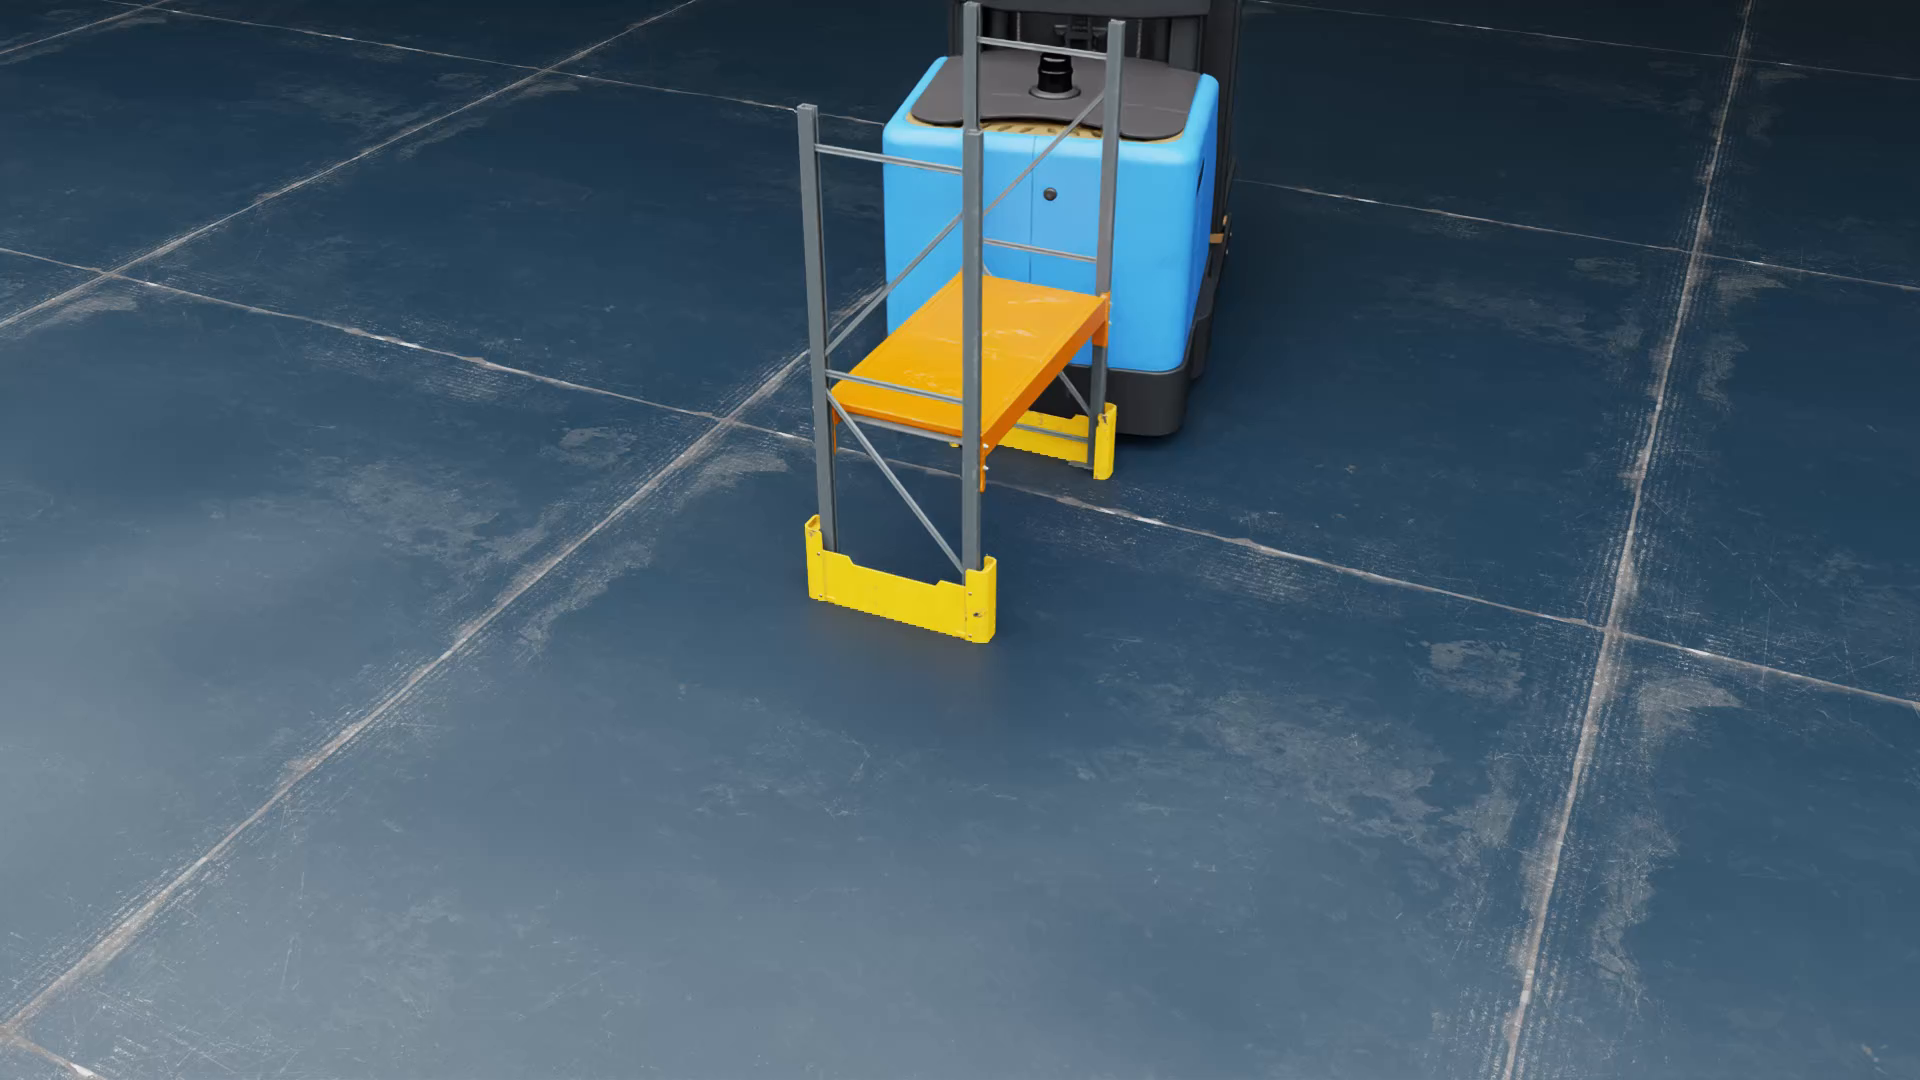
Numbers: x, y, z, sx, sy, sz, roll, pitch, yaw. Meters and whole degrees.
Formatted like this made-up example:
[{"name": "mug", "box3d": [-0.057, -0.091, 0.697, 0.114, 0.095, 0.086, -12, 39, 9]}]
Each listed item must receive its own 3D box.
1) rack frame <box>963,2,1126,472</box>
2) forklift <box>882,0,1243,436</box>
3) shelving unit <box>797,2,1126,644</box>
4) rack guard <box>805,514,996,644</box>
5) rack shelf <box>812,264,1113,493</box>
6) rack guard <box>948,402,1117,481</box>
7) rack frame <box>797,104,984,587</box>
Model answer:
[{"name": "rack frame", "box3d": [0.244, -0.917, 5.281, 0.500, 1.500, 0.032, 14, 36, 20]}, {"name": "forklift", "box3d": [0.551, -2.378, 6.204, 1.130, 2.935, 3.031, 7, 34, 10]}, {"name": "shelving unit", "box3d": [0.030, -0.659, 4.887, 0.587, 1.500, 1.083, 14, 36, 20]}, {"name": "rack guard", "box3d": [-0.175, 0.112, 4.851, 0.587, 0.250, 0.087, 14, 36, 20]}, {"name": "rack shelf", "box3d": [0.034, -0.513, 4.993, 0.538, 0.185, 1.000, 14, 36, 20]}, {"name": "rack guard", "box3d": [0.236, -0.385, 5.609, 0.587, 0.250, 0.087, 14, 36, 20]}, {"name": "rack frame", "box3d": [-0.176, -0.410, 4.507, 0.500, 1.500, 0.032, 14, 36, 20]}]
